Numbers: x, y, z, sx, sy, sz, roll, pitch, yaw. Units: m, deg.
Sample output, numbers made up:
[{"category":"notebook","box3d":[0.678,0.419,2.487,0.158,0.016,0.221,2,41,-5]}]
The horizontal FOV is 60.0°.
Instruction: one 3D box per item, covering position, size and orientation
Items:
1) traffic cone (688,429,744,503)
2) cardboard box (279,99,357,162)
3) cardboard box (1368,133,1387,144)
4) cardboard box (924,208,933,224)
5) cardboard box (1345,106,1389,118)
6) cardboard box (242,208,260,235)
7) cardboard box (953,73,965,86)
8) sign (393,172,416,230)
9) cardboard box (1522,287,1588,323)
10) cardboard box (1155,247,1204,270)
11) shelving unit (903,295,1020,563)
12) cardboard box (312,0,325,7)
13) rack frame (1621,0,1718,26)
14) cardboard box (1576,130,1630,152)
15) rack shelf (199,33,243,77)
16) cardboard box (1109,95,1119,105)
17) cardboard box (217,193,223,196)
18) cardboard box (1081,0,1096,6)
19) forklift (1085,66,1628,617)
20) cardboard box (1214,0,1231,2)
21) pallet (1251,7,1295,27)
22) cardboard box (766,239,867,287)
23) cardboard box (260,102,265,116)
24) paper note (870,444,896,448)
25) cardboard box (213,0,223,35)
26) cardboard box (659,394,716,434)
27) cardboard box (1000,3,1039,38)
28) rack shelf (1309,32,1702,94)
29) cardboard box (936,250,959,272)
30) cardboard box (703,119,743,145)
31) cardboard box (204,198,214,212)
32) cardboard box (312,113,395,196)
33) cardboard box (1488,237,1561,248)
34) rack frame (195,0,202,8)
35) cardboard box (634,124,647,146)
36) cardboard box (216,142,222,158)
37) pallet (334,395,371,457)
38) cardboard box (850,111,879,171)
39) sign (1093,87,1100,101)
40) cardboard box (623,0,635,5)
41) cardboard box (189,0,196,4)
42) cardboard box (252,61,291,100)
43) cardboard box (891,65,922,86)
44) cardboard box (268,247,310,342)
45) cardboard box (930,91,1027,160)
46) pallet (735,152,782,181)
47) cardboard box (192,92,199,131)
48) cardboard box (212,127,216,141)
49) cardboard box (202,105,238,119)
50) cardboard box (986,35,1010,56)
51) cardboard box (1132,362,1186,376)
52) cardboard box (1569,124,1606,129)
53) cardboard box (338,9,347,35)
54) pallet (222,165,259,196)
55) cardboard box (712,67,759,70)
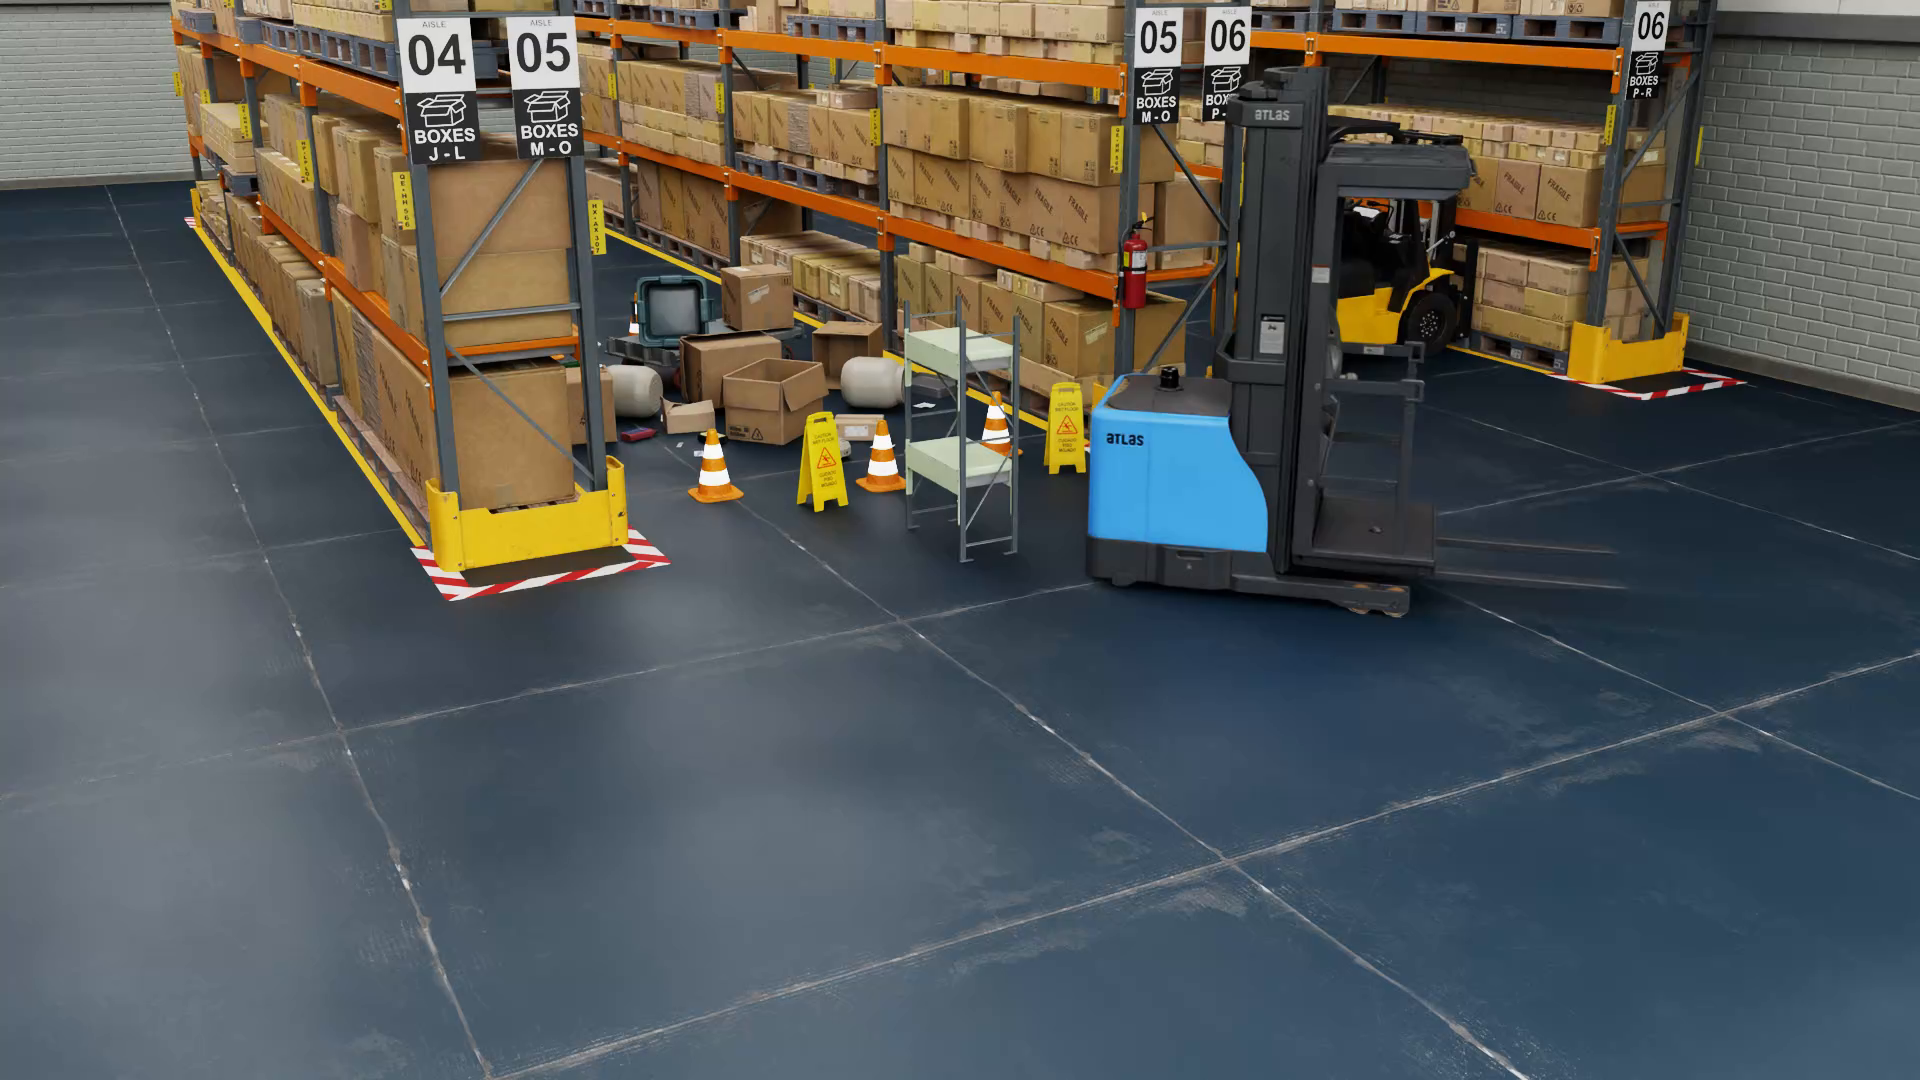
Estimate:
[{"category":"traffic cone","box3d":[-1.697,-0.536,11.474,0.336,0.463,0.334,-10,21,-27]},{"category":"cardboard box","box3d":[-5.802,-3.757,15.233,0.700,0.500,0.500,-10,22,-27]},{"category":"cardboard box","box3d":[4.325,-4.071,16.683,0.380,0.149,0.250,-9,21,-25]},{"category":"cardboard box","box3d":[-0.100,-2.912,14.856,0.380,0.149,0.250,-10,21,-27]},{"category":"cardboard box","box3d":[4.190,-4.375,17.108,0.380,0.149,0.250,-10,21,-26]},{"category":"cardboard box","box3d":[-7.526,-3.478,18.150,0.500,0.250,0.500,-9,21,-25]},{"category":"cardboard box","box3d":[0.315,-6.445,23.914,0.700,0.500,0.500,-9,21,-25]},{"category":"sign","box3d":[-3.179,-1.942,9.522,0.100,0.325,0.005,-10,21,-27]},{"category":"cardboard box","box3d":[5.474,-2.154,15.081,0.500,0.250,0.500,-10,22,-27]},{"category":"cardboard box","box3d":[1.635,-2.169,12.704,0.380,0.149,0.250,-10,21,-26]},{"category":"shelving unit","box3d":[0.003,-0.707,10.381,0.431,1.500,0.755,-10,21,-27]},{"category":"cardboard box","box3d":[-4.127,-3.771,11.340,0.500,0.250,0.500,-10,22,-27]},{"category":"rack frame","box3d":[5.980,-5.764,13.540,1.000,3.000,0.127,-10,21,-27]},{"category":"cardboard box","box3d":[5.625,-3.493,14.551,0.380,0.149,0.250,-10,21,-27]},{"category":"rack shelf","box3d":[-7.443,-5.311,17.928,1.077,0.370,4.000,-10,21,-27]},{"category":"cardboard box","box3d":[2.074,-5.441,20.654,0.380,0.149,0.250,-9,21,-25]},{"category":"cardboard box","box3d":[-9.497,-4.452,21.751,0.380,0.149,0.250,-10,21,-27]},{"category":"cardboard box","box3d":[1.105,-3.966,12.089,0.380,0.149,0.250,-10,21,-26]},{"category":"forklift","box3d":[2.314,-1.143,9.450,3.031,2.935,1.130,5,20,14]},{"category":"cardboard box","box3d":[3.158,-6.088,18.418,0.500,0.311,0.500,-11,22,-28]},{"category":"pallet","box3d":[3.116,-6.052,19.262,1.003,0.211,1.213,-9,21,-24]},{"category":"cardboard box","box3d":[-1.568,-3.037,18.218,0.950,0.372,0.625,-10,22,-28]},{"category":"cardboard box","box3d":[-8.030,-5.083,19.593,0.380,0.149,0.250,-9,21,-24]},{"category":"paper note","box3d":[-0.587,-0.718,12.664,0.142,0.019,0.148,16,25,39]},{"category":"cardboard box","box3d":[-7.471,-5.534,17.320,0.500,0.500,0.500,-10,21,-27]},{"category":"cardboard box","box3d":[-2.157,-1.010,13.152,0.396,0.266,0.258,-6,20,-17]},{"category":"cardboard box","box3d":[0.645,-4.044,12.927,0.500,0.250,0.500,-9,21,-25]},{"category":"rack shelf","box3d":[5.031,-4.580,15.810,1.077,0.370,4.000,-10,21,-27]},{"category":"cardboard box","box3d":[0.009,-2.463,14.597,0.380,0.149,0.250,-9,21,-25]},{"category":"cardboard box","box3d":[-2.639,-4.720,19.174,0.500,0.250,0.500,-10,21,-27]},{"category":"cardboard box","box3d":[-9.969,-4.522,22.410,0.380,0.149,0.250,-9,21,-25]},{"category":"cardboard box","box3d":[-4.449,-2.981,12.786,0.875,0.550,0.550,-10,21,-27]},{"category":"cardboard box","box3d":[5.450,-2.755,16.055,0.500,0.250,0.500,-10,21,-27]},{"category":"rack frame","box3d":[-8.393,-7.643,18.986,1.000,3.000,0.127,-10,21,-27]},{"category":"cardboard box","box3d":[-3.861,-5.217,21.380,0.500,0.250,0.500,-11,22,-28]},{"category":"cardboard box","box3d":[-7.869,-4.256,18.108,0.380,0.149,0.250,-11,22,-29]},{"category":"pallet","box3d":[-4.302,-0.962,13.096,1.003,0.211,1.213,-10,21,-27]},{"category":"cardboard box","box3d":[-0.707,-3.790,15.763,0.500,0.500,0.500,-10,22,-28]},{"category":"sign","box3d":[1.708,-5.648,20.746,0.100,0.325,0.005,-10,21,-27]},{"category":"cardboard box","box3d":[-3.921,-6.969,20.833,0.500,0.500,0.500,-10,22,-28]},{"category":"cardboard box","box3d":[-8.836,-6.484,19.688,0.500,0.250,0.500,-11,22,-29]},{"category":"cardboard box","box3d":[-8.393,-5.635,20.221,0.500,0.500,0.500,-9,21,-25]},{"category":"cardboard box","box3d":[-0.926,-7.343,25.937,0.500,0.500,0.500,-9,21,-25]},{"category":"cardboard box","box3d":[-5.865,-2.355,15.662,1.050,0.750,0.750,-10,21,-26]},{"category":"cardboard box","box3d":[0.170,-3.509,14.059,0.700,0.500,0.500,-11,22,-28]},{"category":"pallet","box3d":[-1.753,-4.176,18.429,1.213,0.211,1.003,-10,21,-27]},{"category":"cardboard box","box3d":[-9.577,-5.534,21.461,0.500,0.500,0.500,-11,22,-28]},{"category":"cardboard box","box3d":[-7.983,-4.467,18.265,0.380,0.149,0.250,-10,22,-28]},{"category":"cardboard box","box3d":[-8.473,-4.905,19.076,0.380,0.149,0.250,-9,21,-25]},{"category":"cardboard box","box3d":[0.430,-3.950,13.268,0.380,0.149,0.250,-10,22,-27]},{"category":"cardboard box","box3d":[1.474,-1.331,13.462,0.500,0.250,0.500,-10,21,-27]},{"category":"cardboard box","box3d":[5.776,-3.706,15.169,0.380,0.149,0.250,-10,21,-26]},{"category":"cardboard box","box3d":[-3.754,-3.315,10.630,0.380,0.149,0.250,-10,21,-26]},{"category":"pallet","box3d":[-6.926,-3.756,17.213,1.213,0.211,1.003,-10,21,-27]},{"category":"cardboard box","box3d":[-2.680,-5.446,20.129,0.500,0.500,0.500,-9,21,-25]}]
